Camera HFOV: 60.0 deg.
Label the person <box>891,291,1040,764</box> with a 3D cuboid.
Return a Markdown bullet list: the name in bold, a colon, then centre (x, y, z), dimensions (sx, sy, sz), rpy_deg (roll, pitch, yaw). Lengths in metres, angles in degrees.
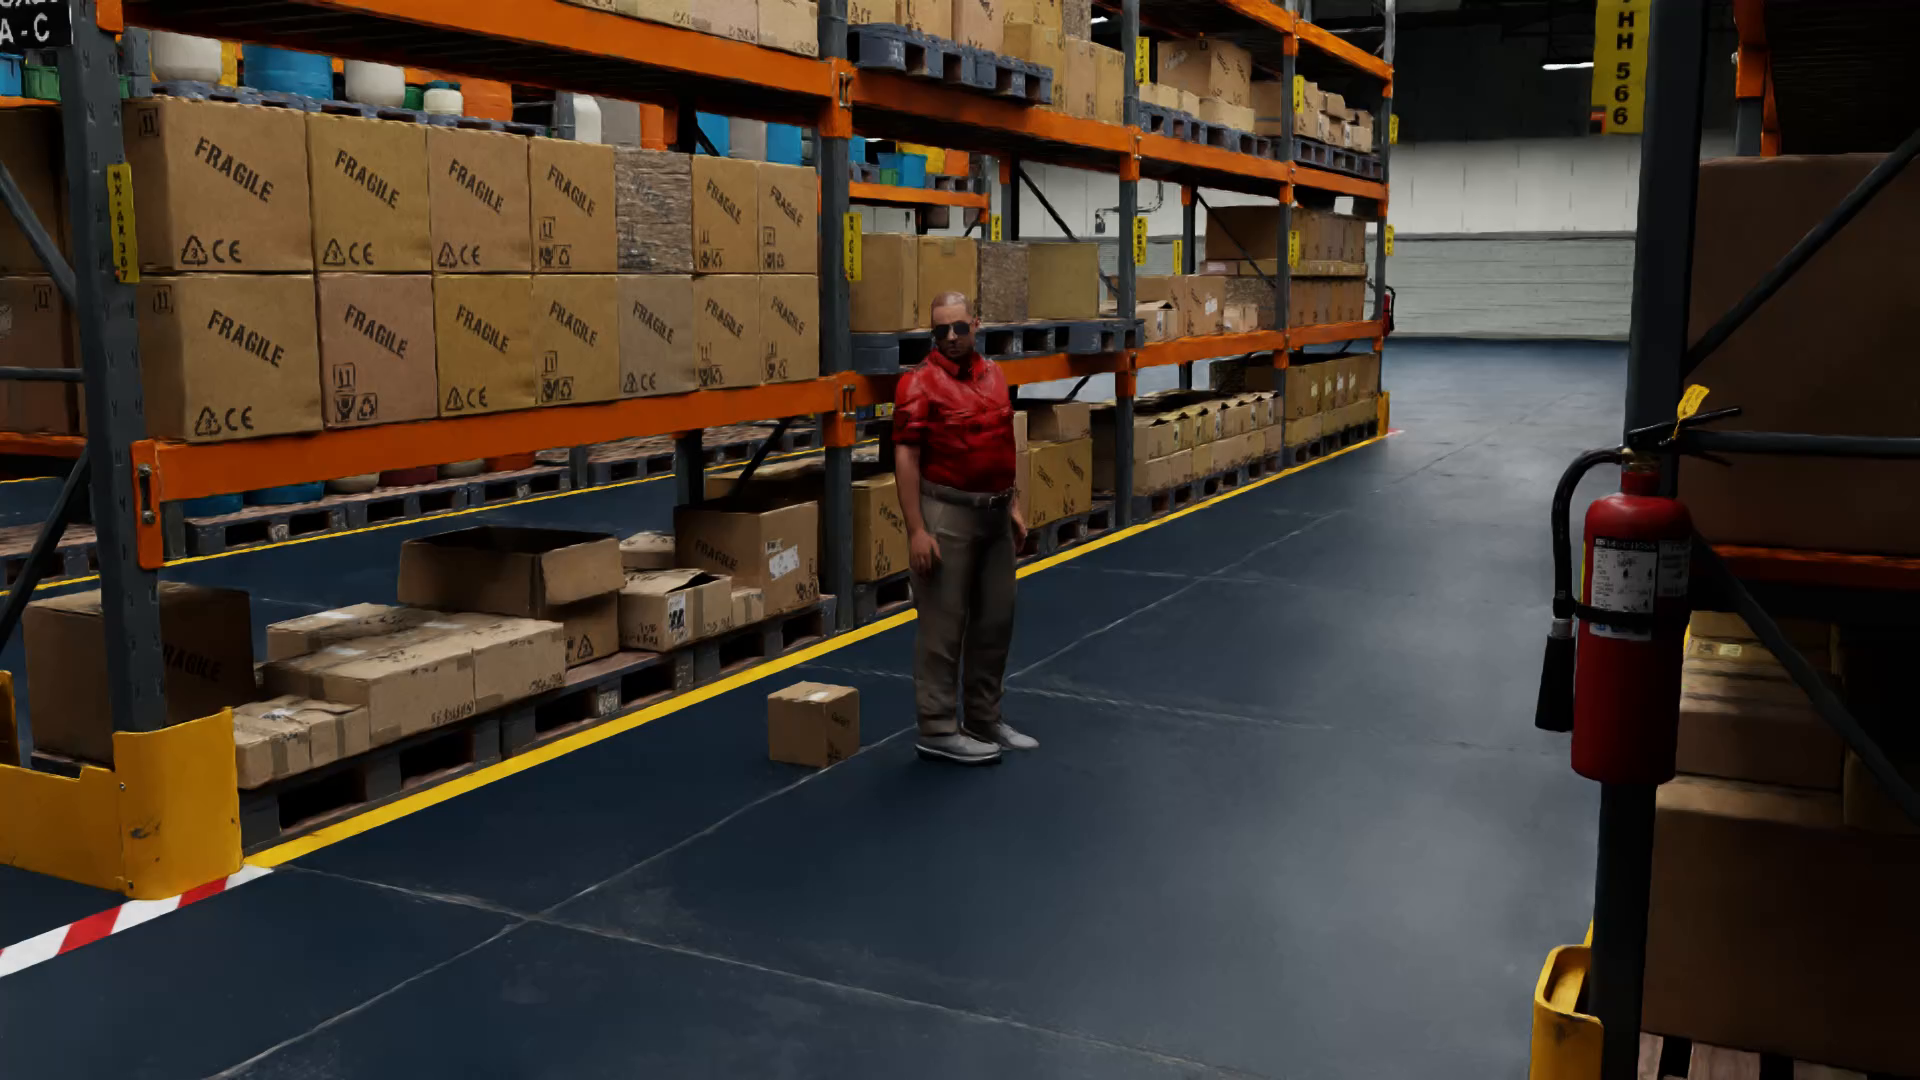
- **person**: centre (0.024, -0.034, 6.169), dimensions (0.360, 1.760, 0.612), rpy_deg (8, 12, 42)
